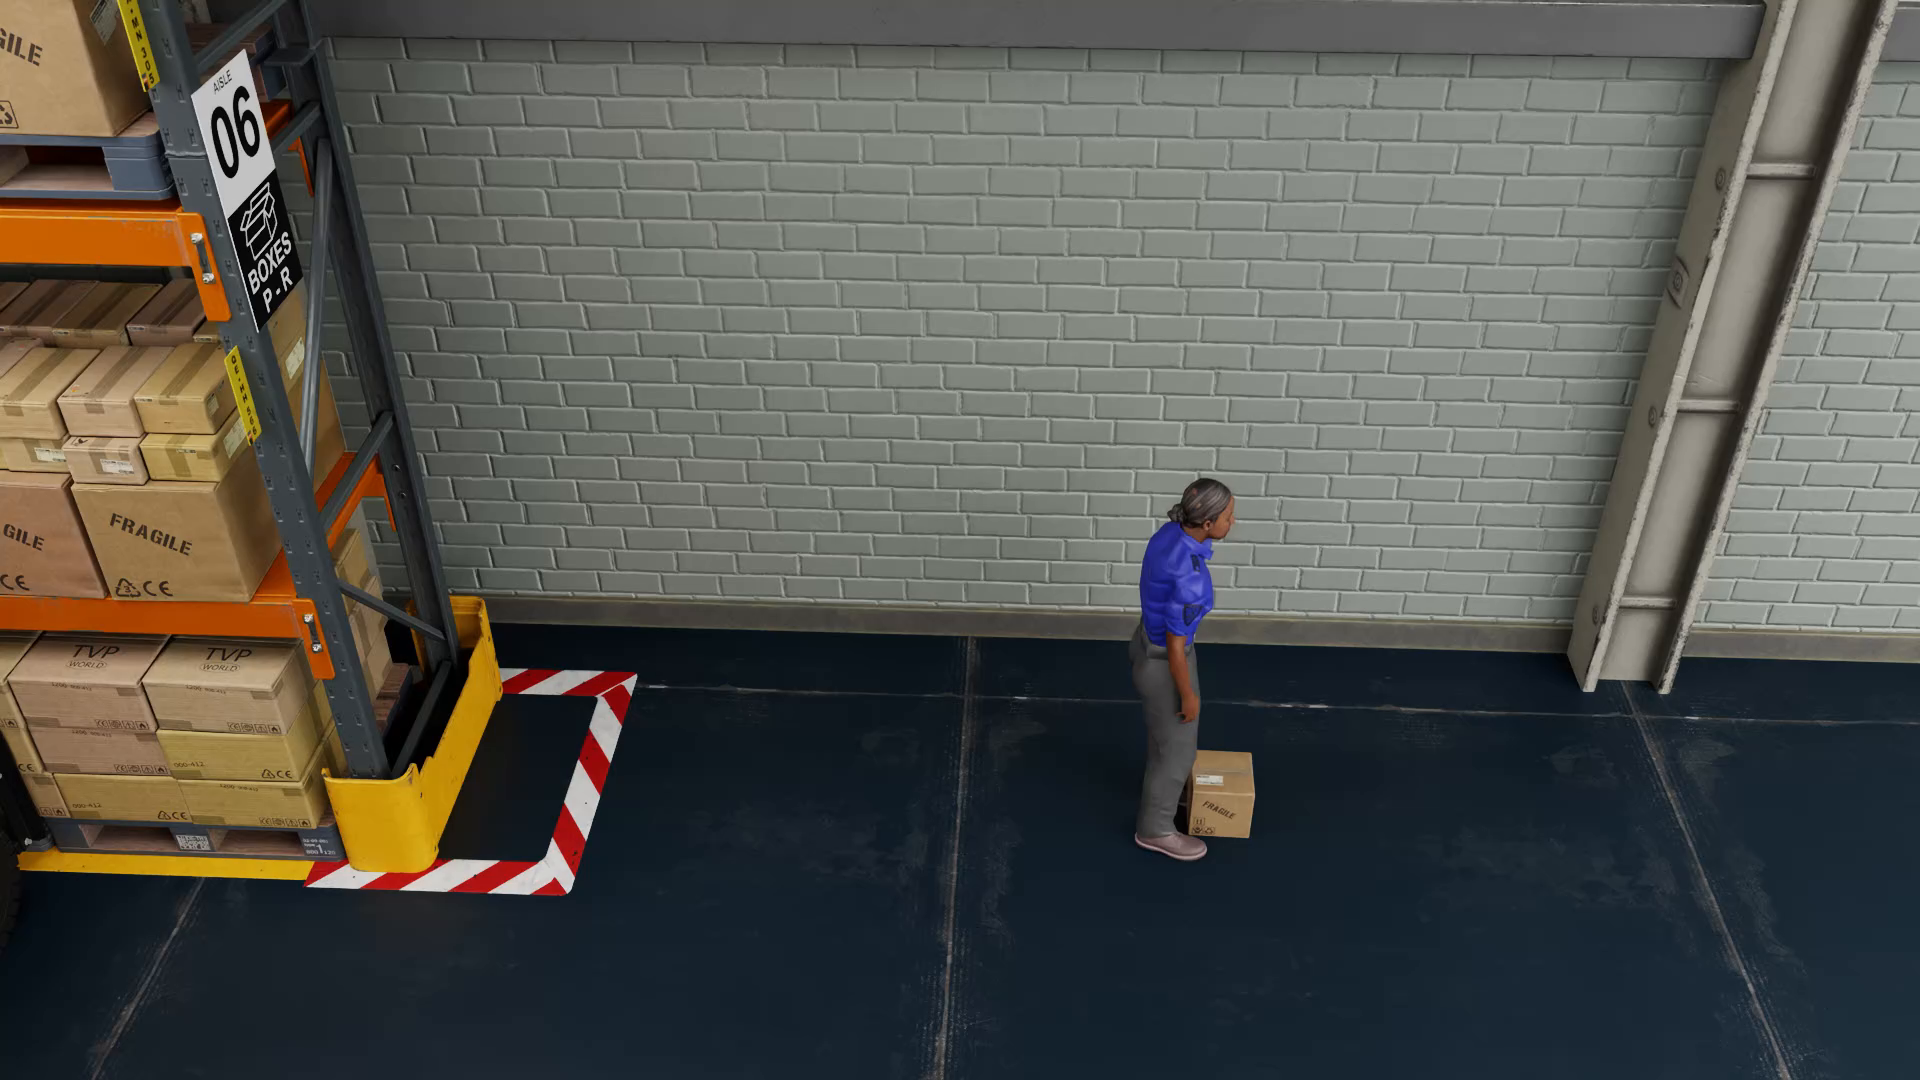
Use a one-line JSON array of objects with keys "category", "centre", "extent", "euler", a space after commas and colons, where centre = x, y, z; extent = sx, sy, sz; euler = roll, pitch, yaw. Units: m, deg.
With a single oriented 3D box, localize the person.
[{"category": "person", "centre": [0.863, 0.480, 6.457], "extent": [0.403, 1.653, 0.529], "euler": [-1, 36, -1]}]
